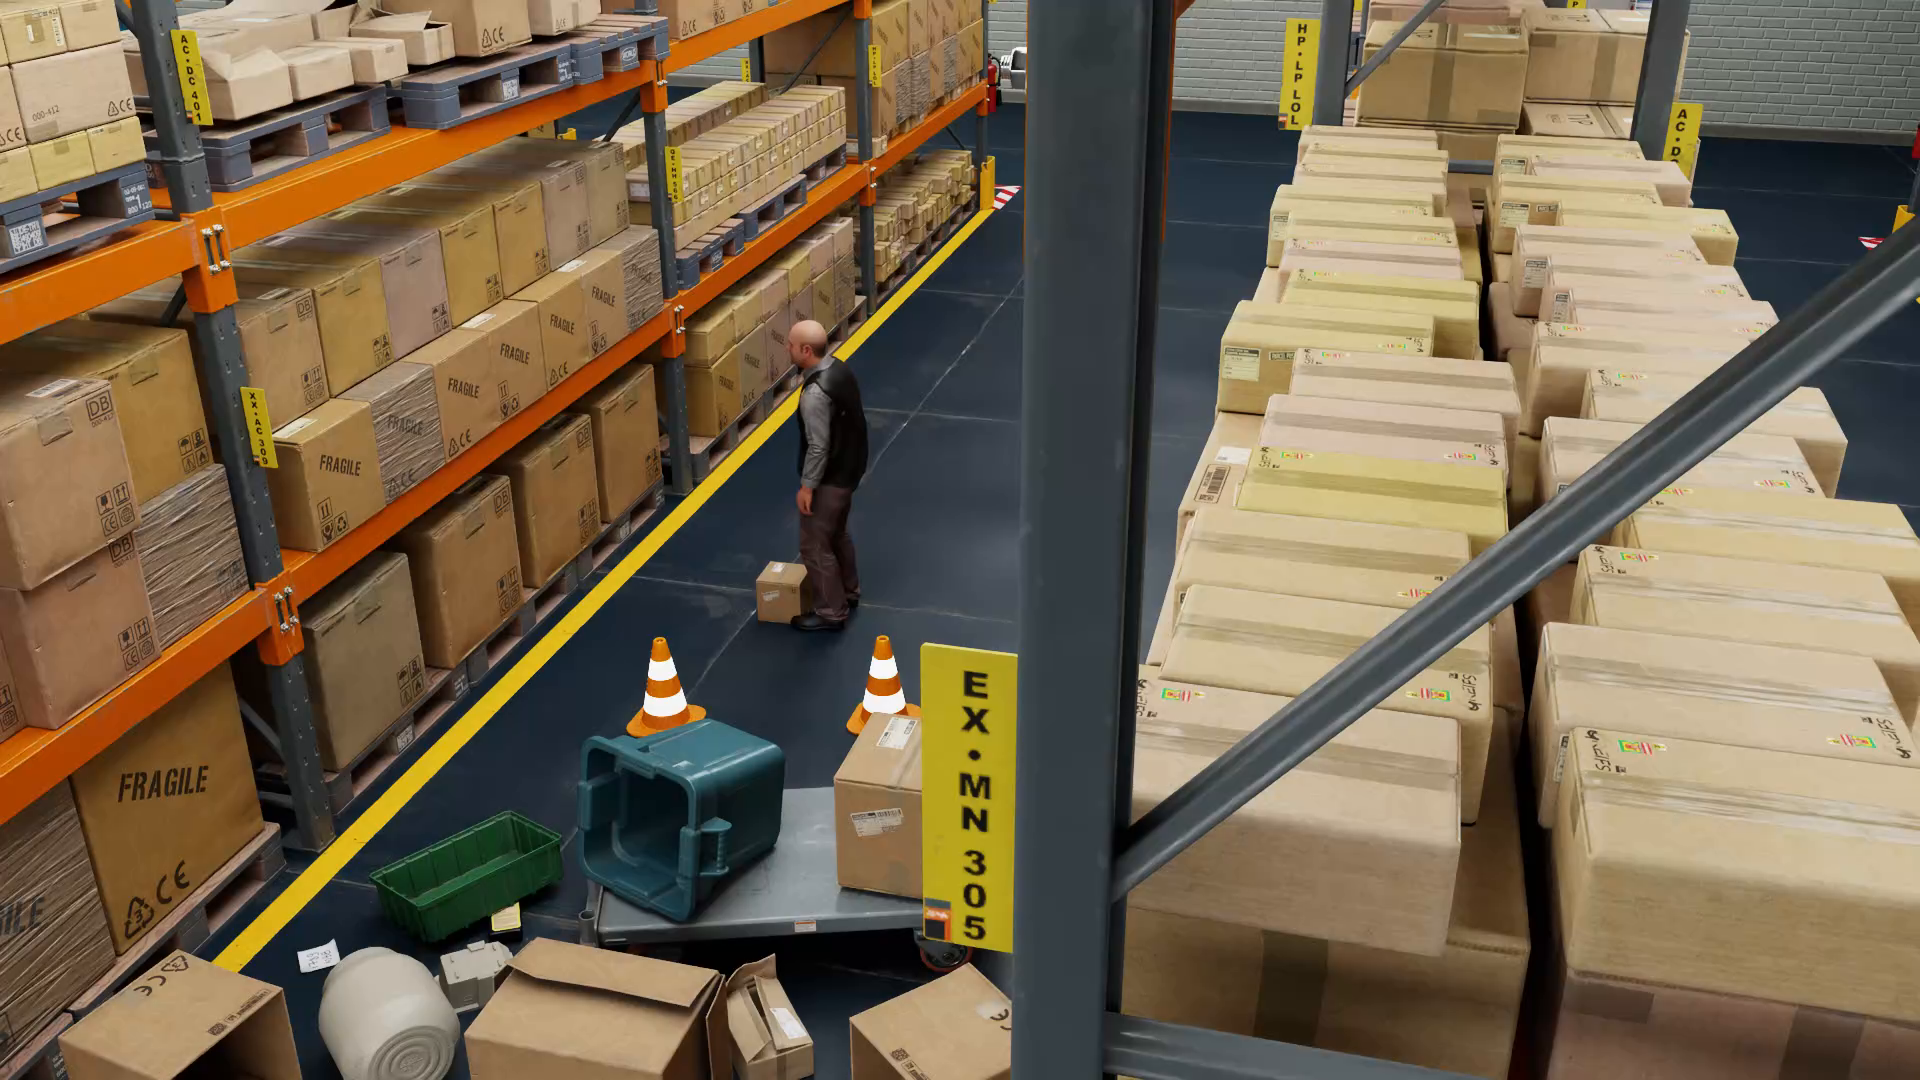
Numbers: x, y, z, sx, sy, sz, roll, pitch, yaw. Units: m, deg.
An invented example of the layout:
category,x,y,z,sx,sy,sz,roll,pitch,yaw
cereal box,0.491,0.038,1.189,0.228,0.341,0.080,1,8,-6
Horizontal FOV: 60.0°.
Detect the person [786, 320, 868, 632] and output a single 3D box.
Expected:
category,x,y,z,sx,sy,sz,roll,pitch,yaw
person,-0.701,-0.342,8.865,0.419,1.720,0.594,5,26,10
